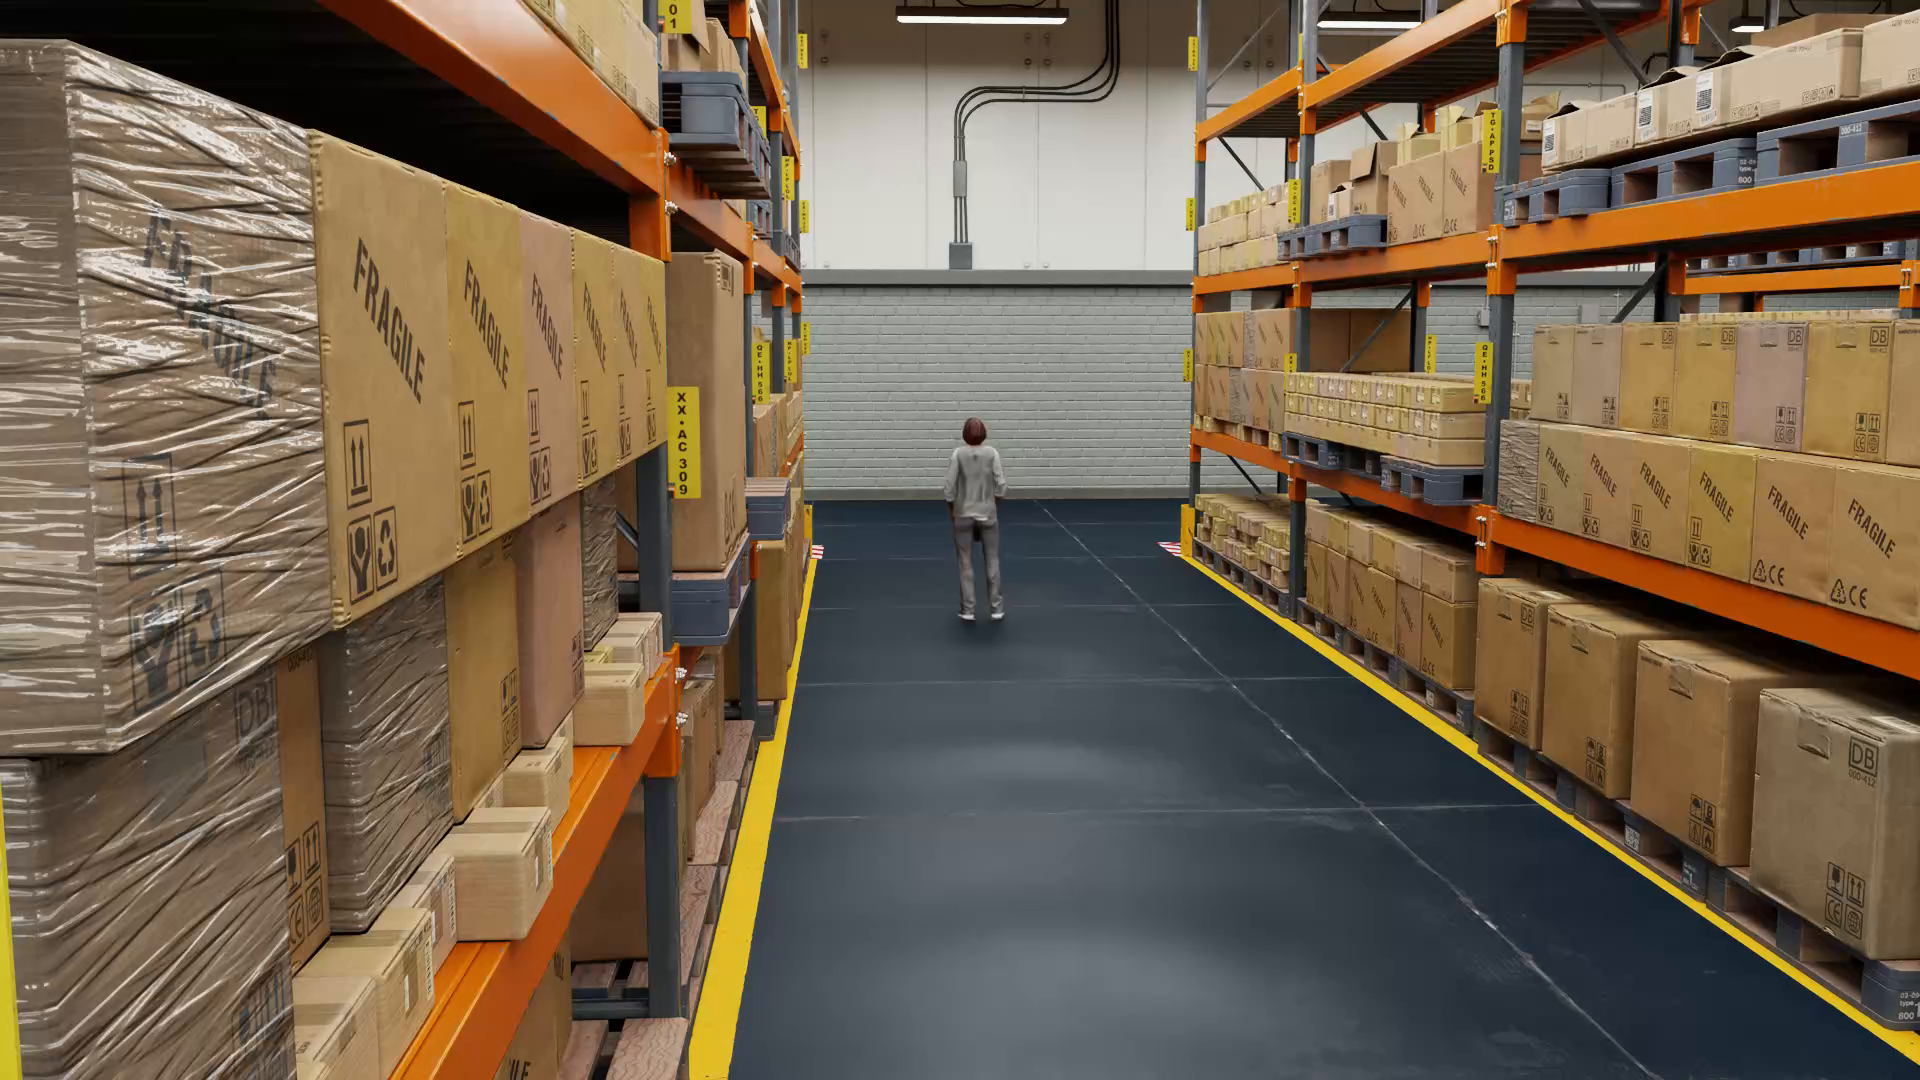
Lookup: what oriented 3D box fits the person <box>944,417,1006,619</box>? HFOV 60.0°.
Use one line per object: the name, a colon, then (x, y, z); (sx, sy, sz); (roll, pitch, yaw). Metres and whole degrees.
person: (0.118, -0.168, 13.199); (0.487, 1.581, 0.376); (0, 7, -4)
